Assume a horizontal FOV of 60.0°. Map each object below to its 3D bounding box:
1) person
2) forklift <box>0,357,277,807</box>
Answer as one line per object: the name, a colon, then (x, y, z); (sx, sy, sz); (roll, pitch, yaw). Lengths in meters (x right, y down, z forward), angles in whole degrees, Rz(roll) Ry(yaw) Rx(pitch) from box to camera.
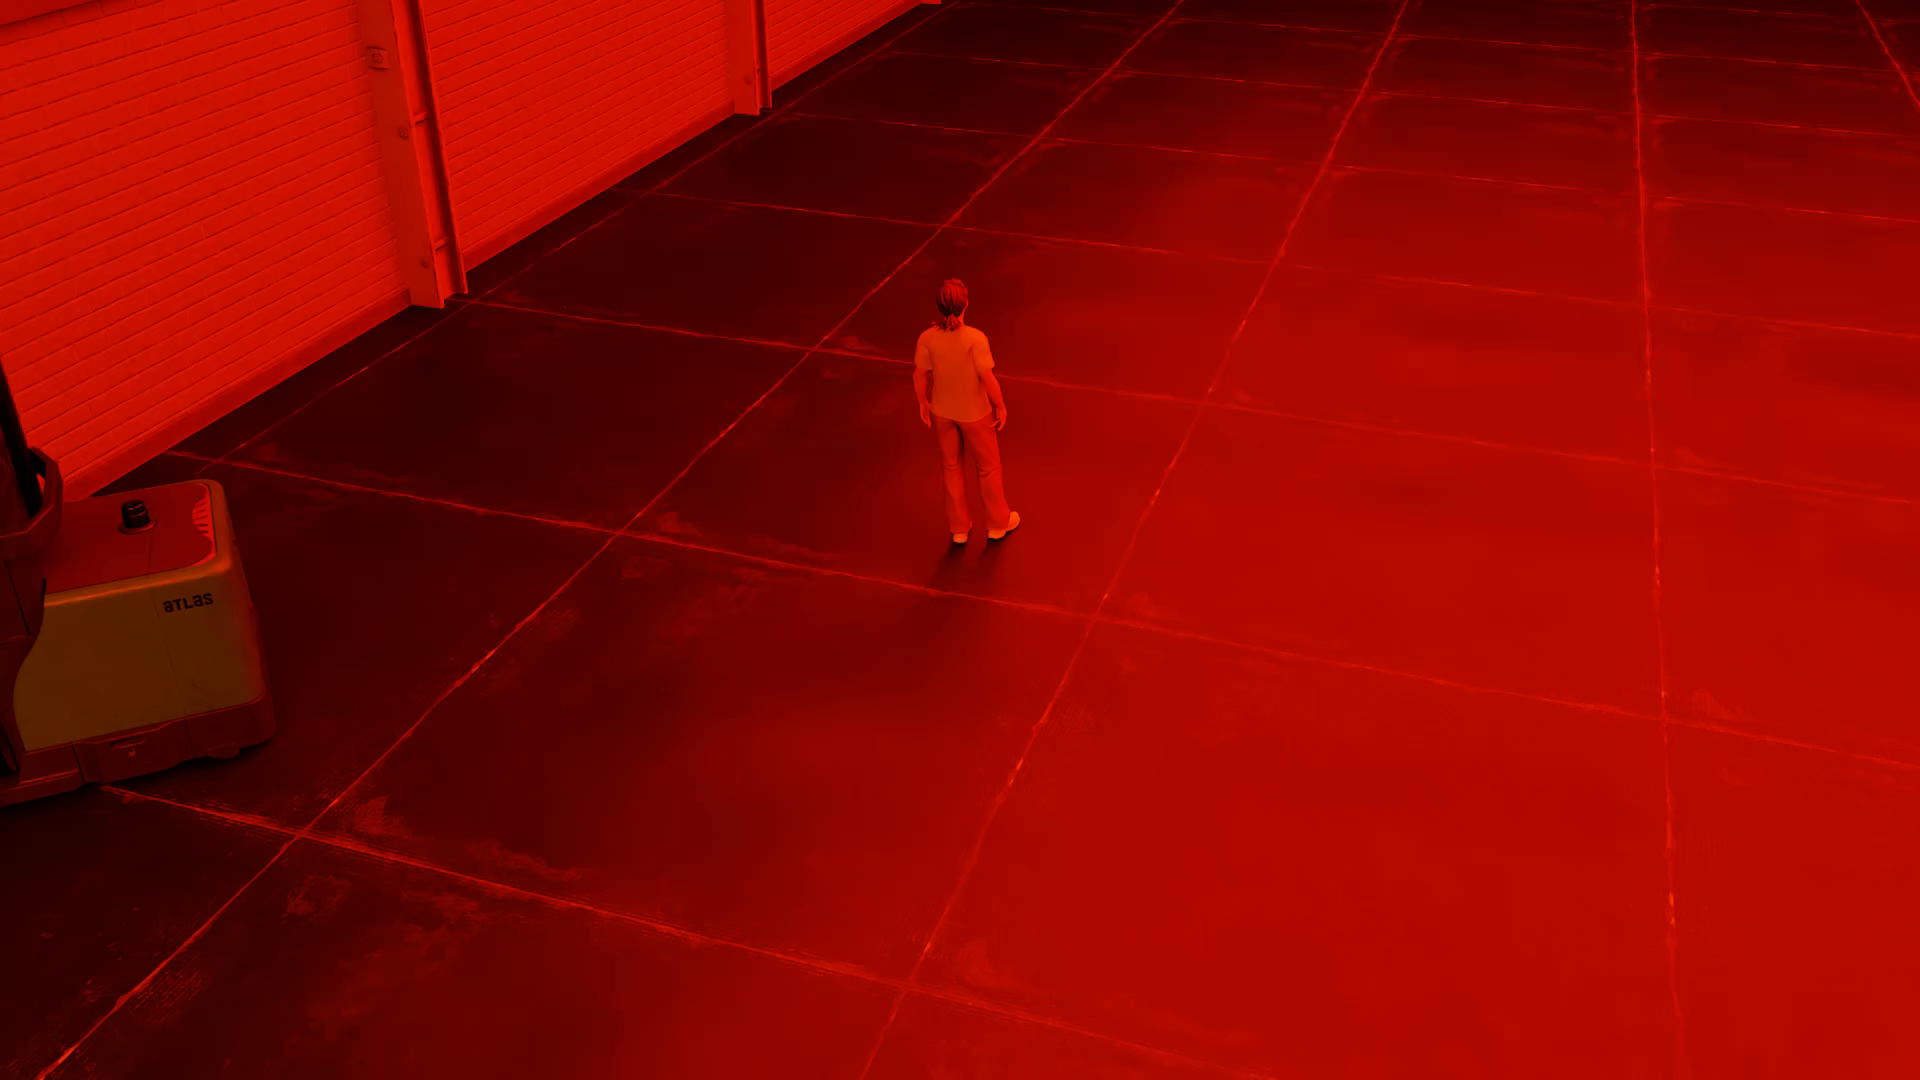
person: (0.035, -0.767, 9.735); (0.553, 1.673, 0.548); (10, 31, 16)
forklift: (-4.967, -0.158, 7.414); (3.031, 2.935, 1.130); (-12, 32, -21)
